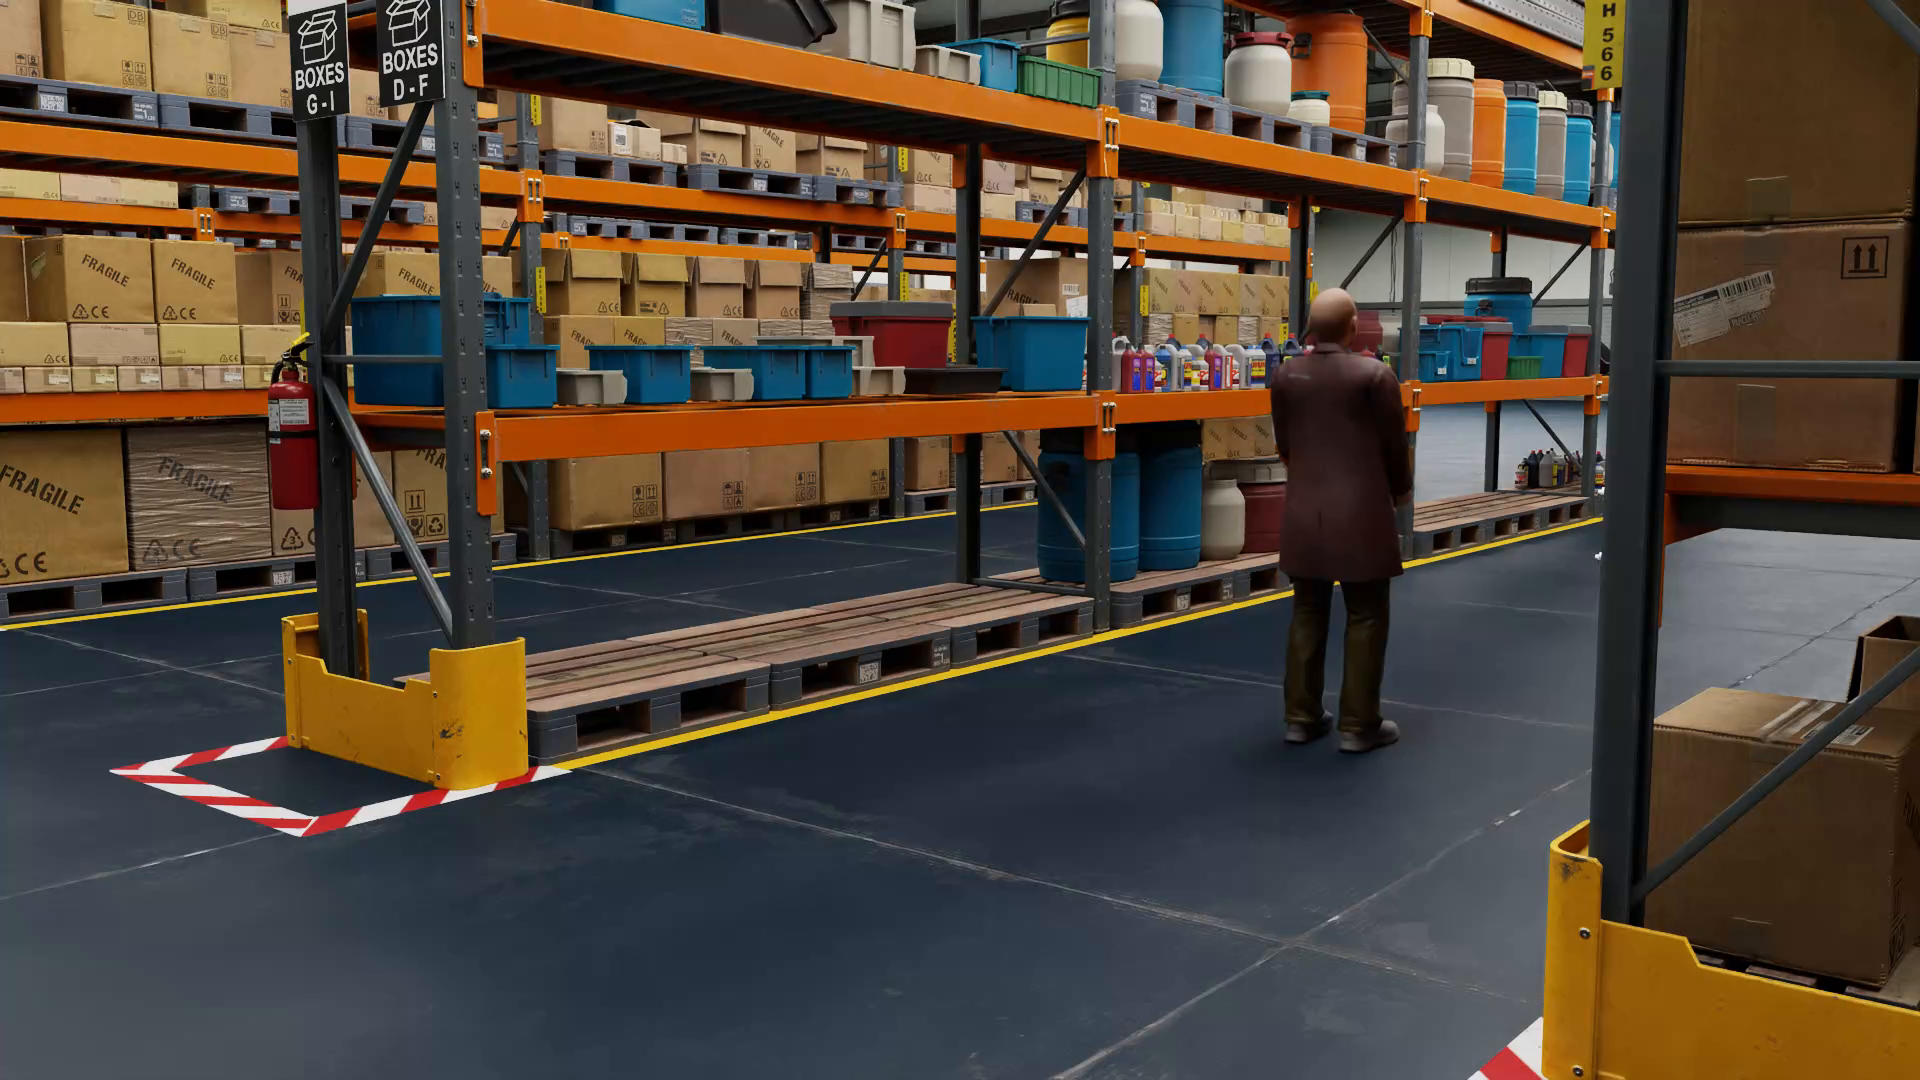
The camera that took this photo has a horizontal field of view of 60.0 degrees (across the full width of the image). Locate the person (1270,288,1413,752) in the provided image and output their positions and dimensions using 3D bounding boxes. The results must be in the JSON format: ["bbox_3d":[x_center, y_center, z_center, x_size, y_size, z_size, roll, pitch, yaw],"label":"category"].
[{"bbox_3d":[1.538,-0.093,6.574,0.542,1.779,0.541,5,8,38],"label":"person"}]
